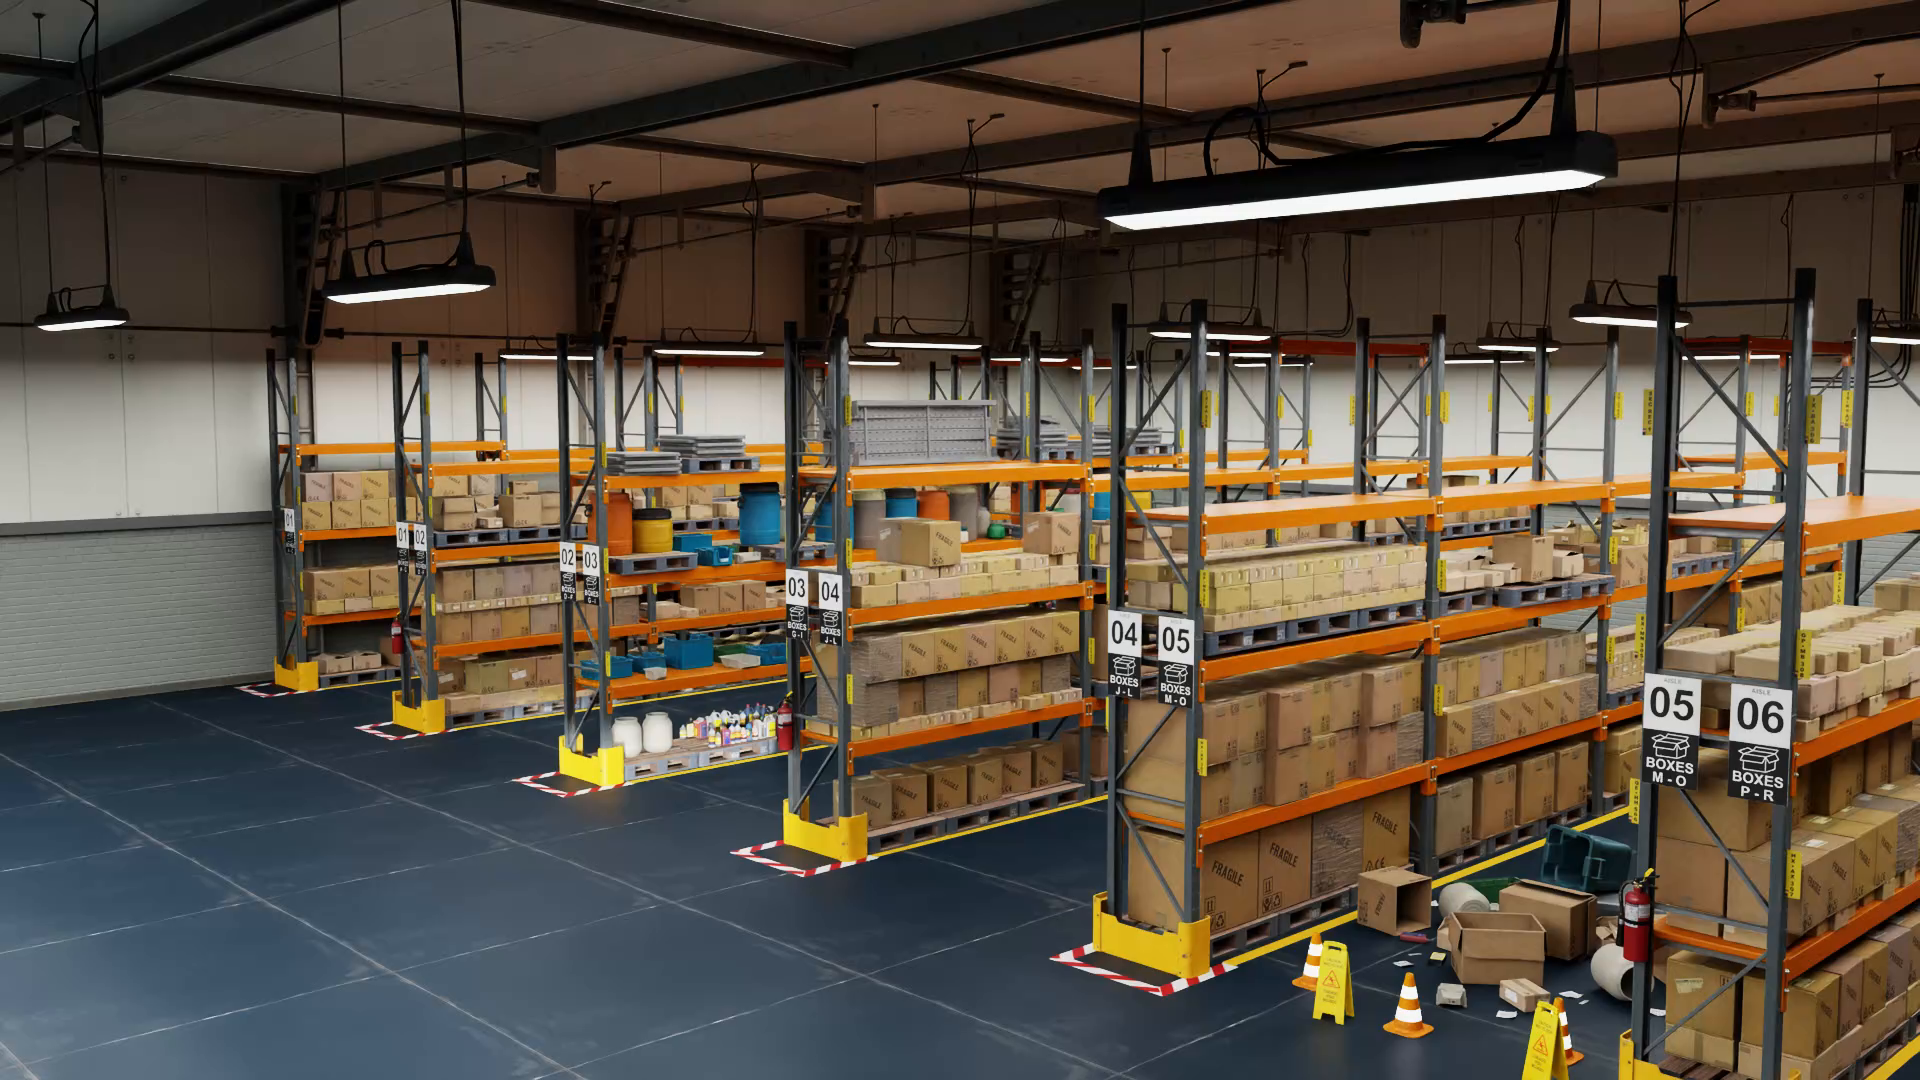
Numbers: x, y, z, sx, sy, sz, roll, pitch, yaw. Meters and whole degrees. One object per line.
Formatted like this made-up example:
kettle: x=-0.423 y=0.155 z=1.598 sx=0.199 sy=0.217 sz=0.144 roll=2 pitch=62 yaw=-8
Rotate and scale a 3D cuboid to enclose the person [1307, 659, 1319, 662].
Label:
person: x=4.543 y=2.481 z=21.656 sx=0.556 sy=1.739 sz=0.607 roll=4 pitch=6 yaw=39
